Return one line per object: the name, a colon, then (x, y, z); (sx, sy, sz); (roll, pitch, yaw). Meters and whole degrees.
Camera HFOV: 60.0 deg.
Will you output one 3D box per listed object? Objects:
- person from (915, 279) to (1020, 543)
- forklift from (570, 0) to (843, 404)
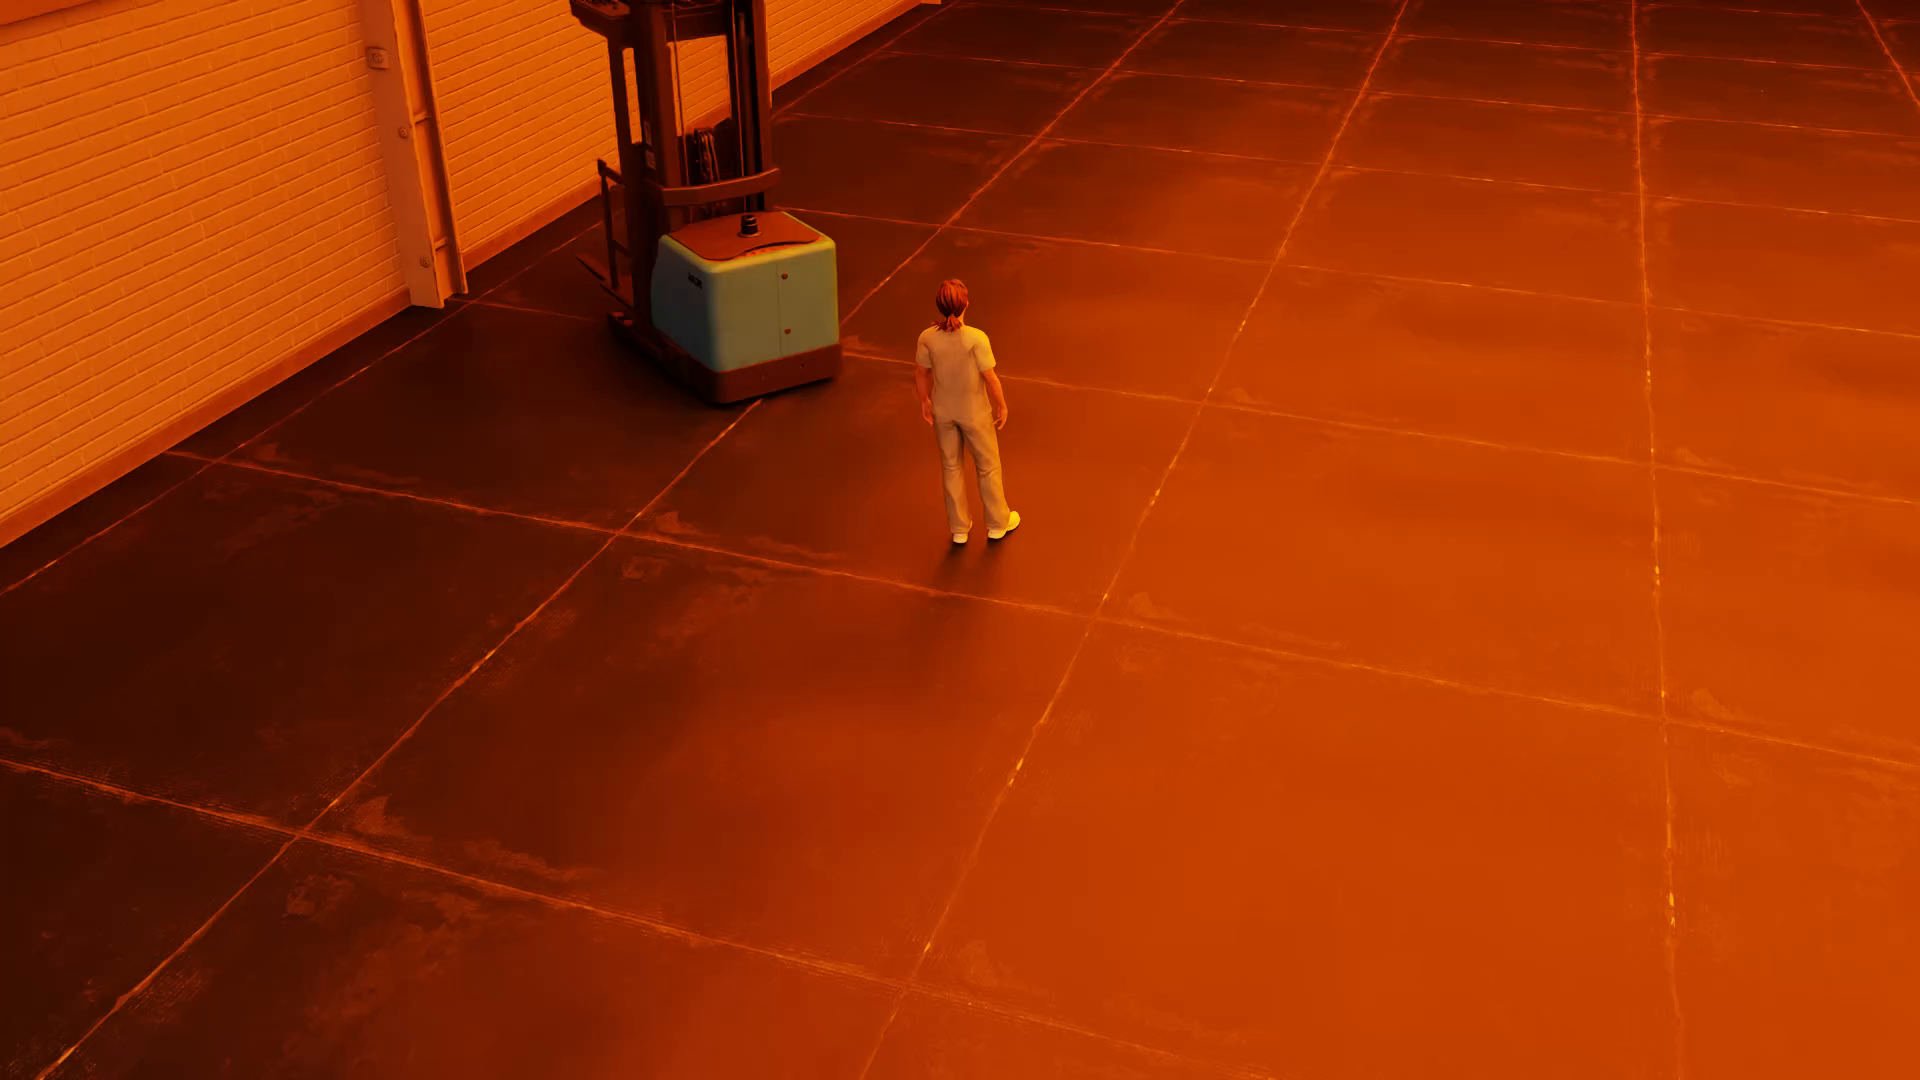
person: (0.036, -0.761, 9.737); (0.550, 1.664, 0.549); (10, 31, 16)
forklift: (-2.082, -2.913, 12.246); (1.130, 2.935, 3.031); (-18, 34, -28)
